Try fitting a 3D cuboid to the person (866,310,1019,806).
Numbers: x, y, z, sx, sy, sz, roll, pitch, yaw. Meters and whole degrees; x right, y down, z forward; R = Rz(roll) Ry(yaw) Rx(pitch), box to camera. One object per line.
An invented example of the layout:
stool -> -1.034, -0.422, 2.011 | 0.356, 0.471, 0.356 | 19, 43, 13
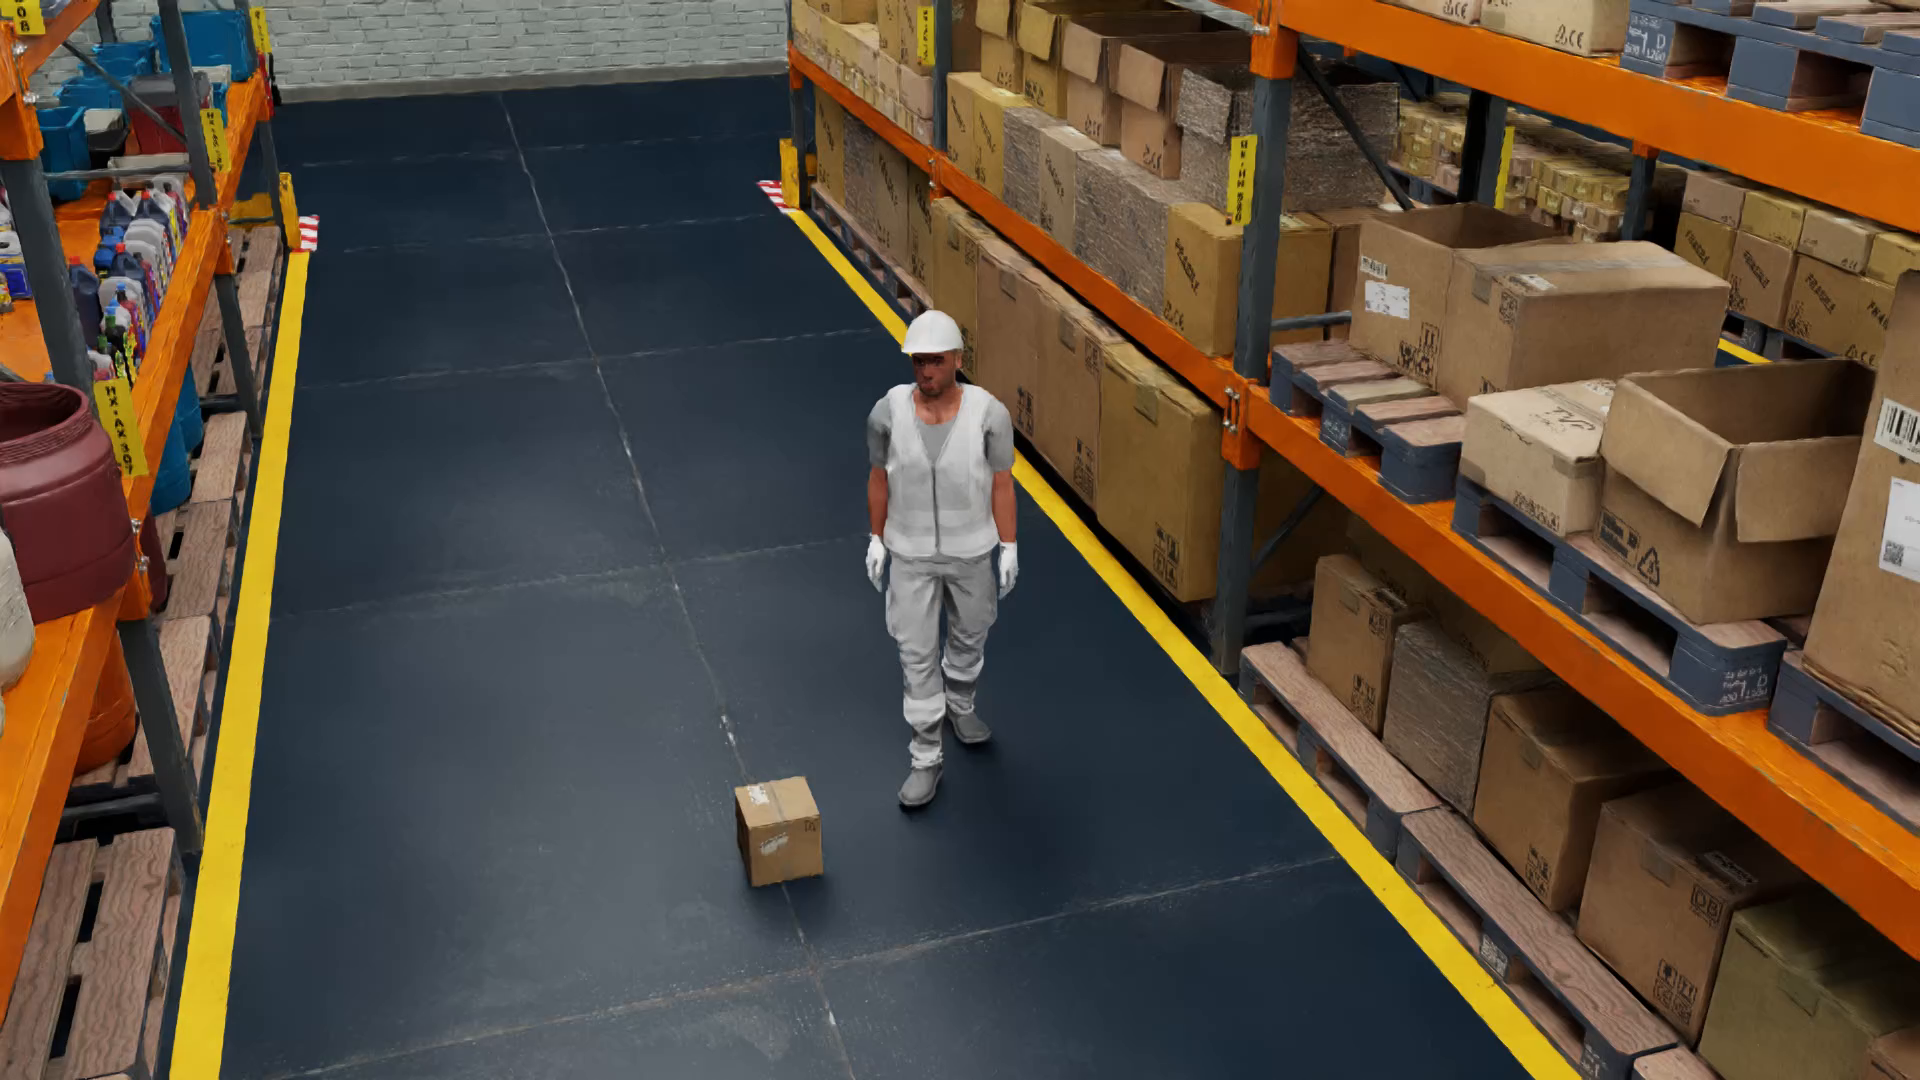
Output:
person -> -0.066, 0.049, 5.972 | 0.555, 1.792, 0.687 | 0, 26, 0
